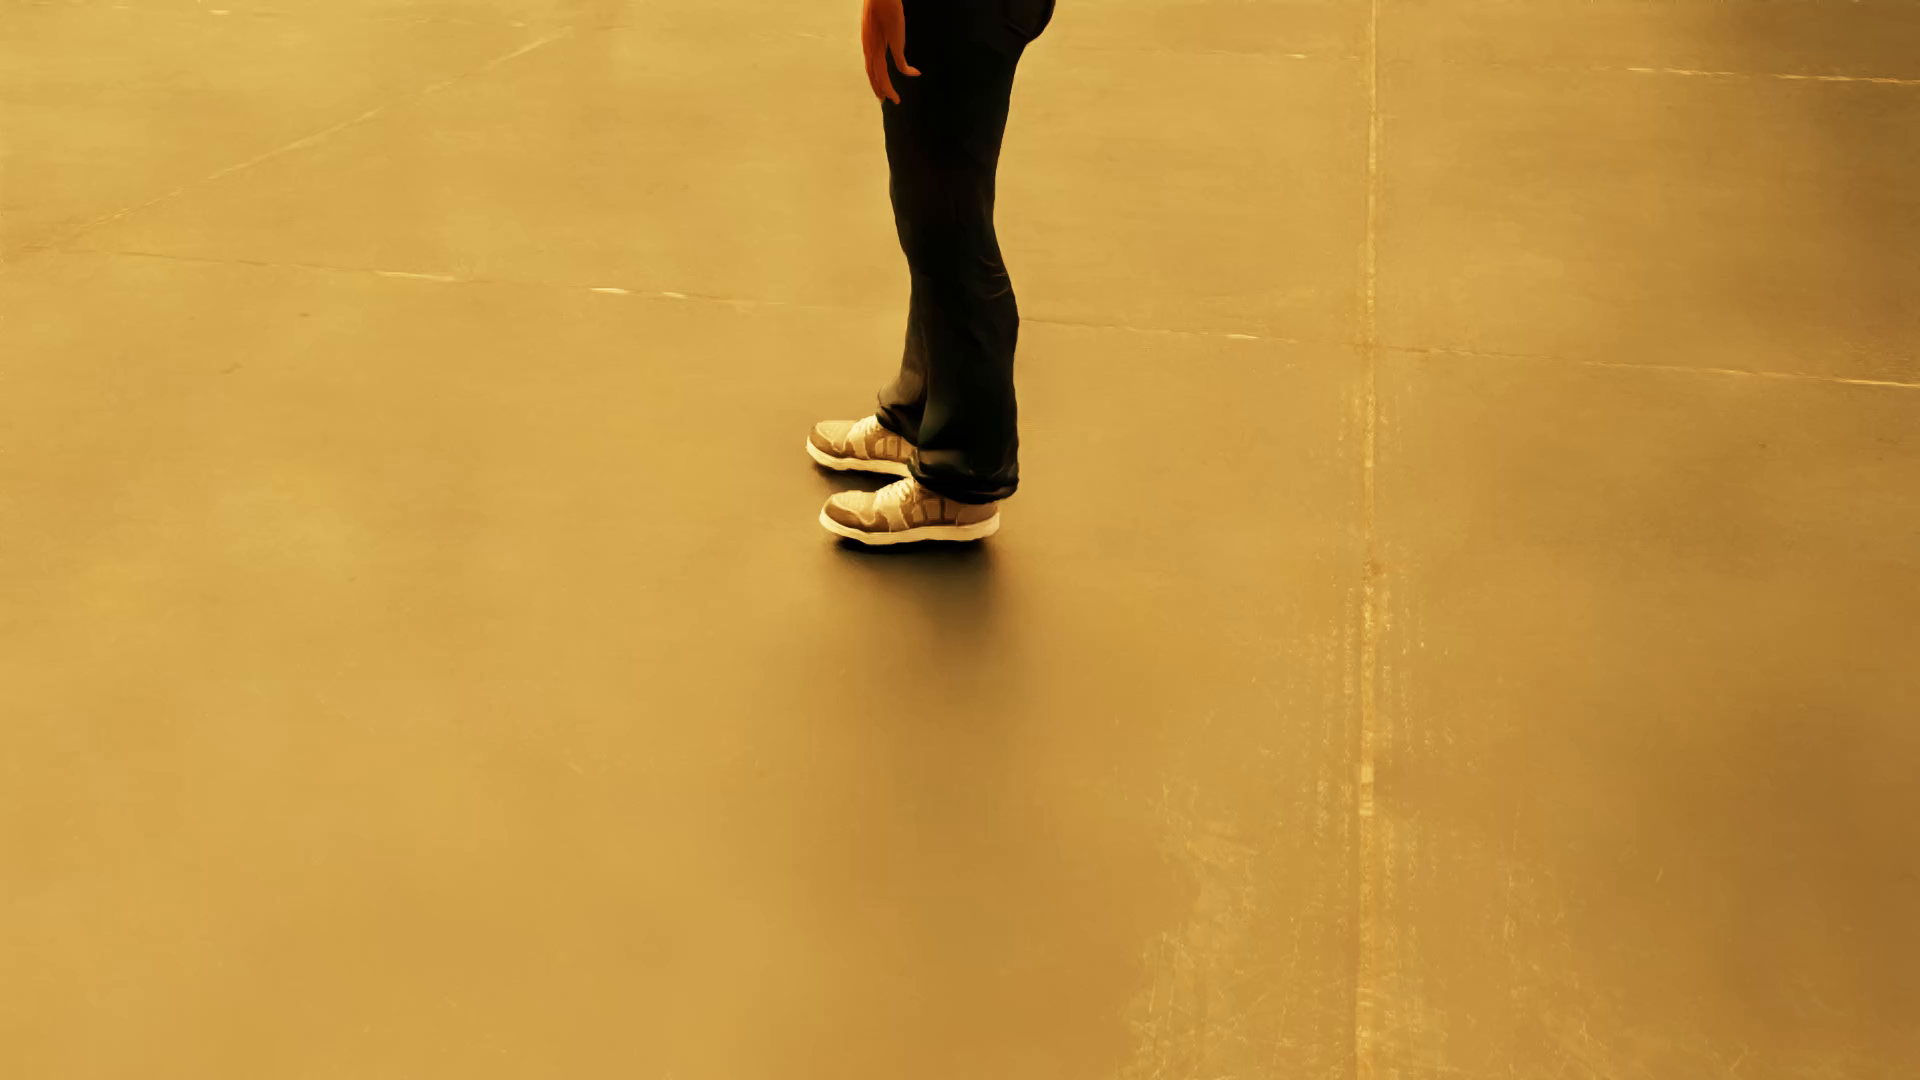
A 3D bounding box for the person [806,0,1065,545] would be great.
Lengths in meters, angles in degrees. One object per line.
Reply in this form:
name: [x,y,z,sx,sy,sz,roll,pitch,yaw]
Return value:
person: [-0.069,-0.733,2.163,0.474,1.597,0.520,6,27,11]
